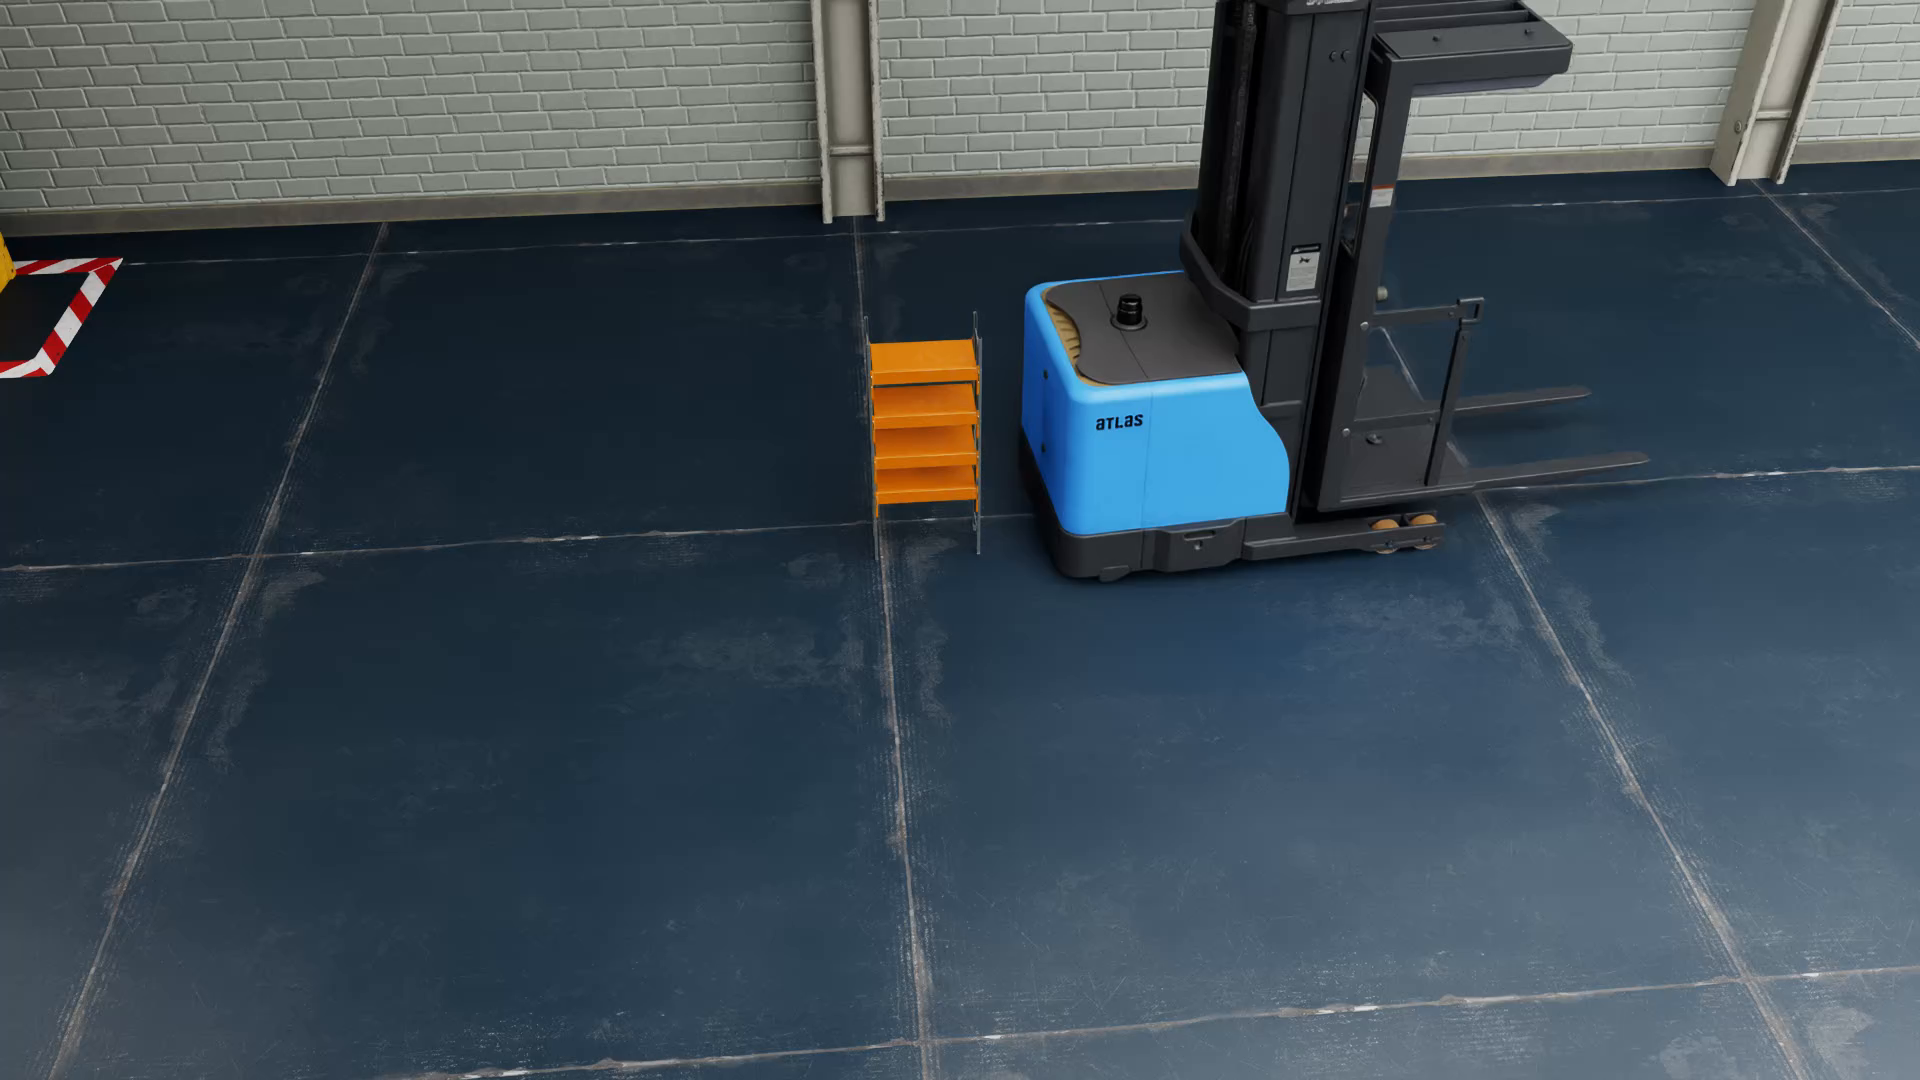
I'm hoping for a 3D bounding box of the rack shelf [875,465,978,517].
[{"bbox_3d":[-0.165,-0.253,7.853,0.480,0.148,0.258,-3,38,-4],"label":"rack shelf"}]

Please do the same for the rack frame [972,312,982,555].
[{"bbox_3d":[0.078,-0.475,7.706,0.015,1.200,0.240,-3,38,-4],"label":"rack frame"}]

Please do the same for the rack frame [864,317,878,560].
[{"bbox_3d":[-0.408,-0.449,7.672,0.015,1.200,0.240,-3,38,-4],"label":"rack frame"}]

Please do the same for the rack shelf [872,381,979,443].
[{"bbox_3d":[-0.165,-0.585,7.592,0.480,0.148,0.258,-3,38,-4],"label":"rack shelf"}]

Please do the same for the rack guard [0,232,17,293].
[{"bbox_3d":[-5.871,-1.483,9.548,0.348,0.500,1.175,-3,38,-4],"label":"rack guard"}]

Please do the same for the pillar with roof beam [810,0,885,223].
[{"bbox_3d":[-0.310,-3.009,4.621,0.400,9.000,9.100,-3,38,-4],"label":"pillar with roof beam"}]

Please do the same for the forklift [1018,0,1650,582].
[{"bbox_3d":[1.863,-1.400,7.480,3.031,2.935,1.130,-7,39,-8],"label":"forklift"}]

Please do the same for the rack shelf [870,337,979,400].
[{"bbox_3d":[-0.165,-0.770,7.445,0.480,0.148,0.258,-3,38,-4],"label":"rack shelf"}]

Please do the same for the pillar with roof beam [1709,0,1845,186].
[{"bbox_3d":[5.666,-3.338,5.038,0.400,9.000,9.100,-3,38,-4],"label":"pillar with roof beam"}]

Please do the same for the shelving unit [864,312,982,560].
[{"bbox_3d":[-0.165,-0.462,7.689,0.503,1.200,0.258,-3,38,-4],"label":"shelving unit"}]

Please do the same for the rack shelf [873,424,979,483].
[{"bbox_3d":[-0.165,-0.409,7.730,0.480,0.148,0.258,-3,38,-4],"label":"rack shelf"}]
